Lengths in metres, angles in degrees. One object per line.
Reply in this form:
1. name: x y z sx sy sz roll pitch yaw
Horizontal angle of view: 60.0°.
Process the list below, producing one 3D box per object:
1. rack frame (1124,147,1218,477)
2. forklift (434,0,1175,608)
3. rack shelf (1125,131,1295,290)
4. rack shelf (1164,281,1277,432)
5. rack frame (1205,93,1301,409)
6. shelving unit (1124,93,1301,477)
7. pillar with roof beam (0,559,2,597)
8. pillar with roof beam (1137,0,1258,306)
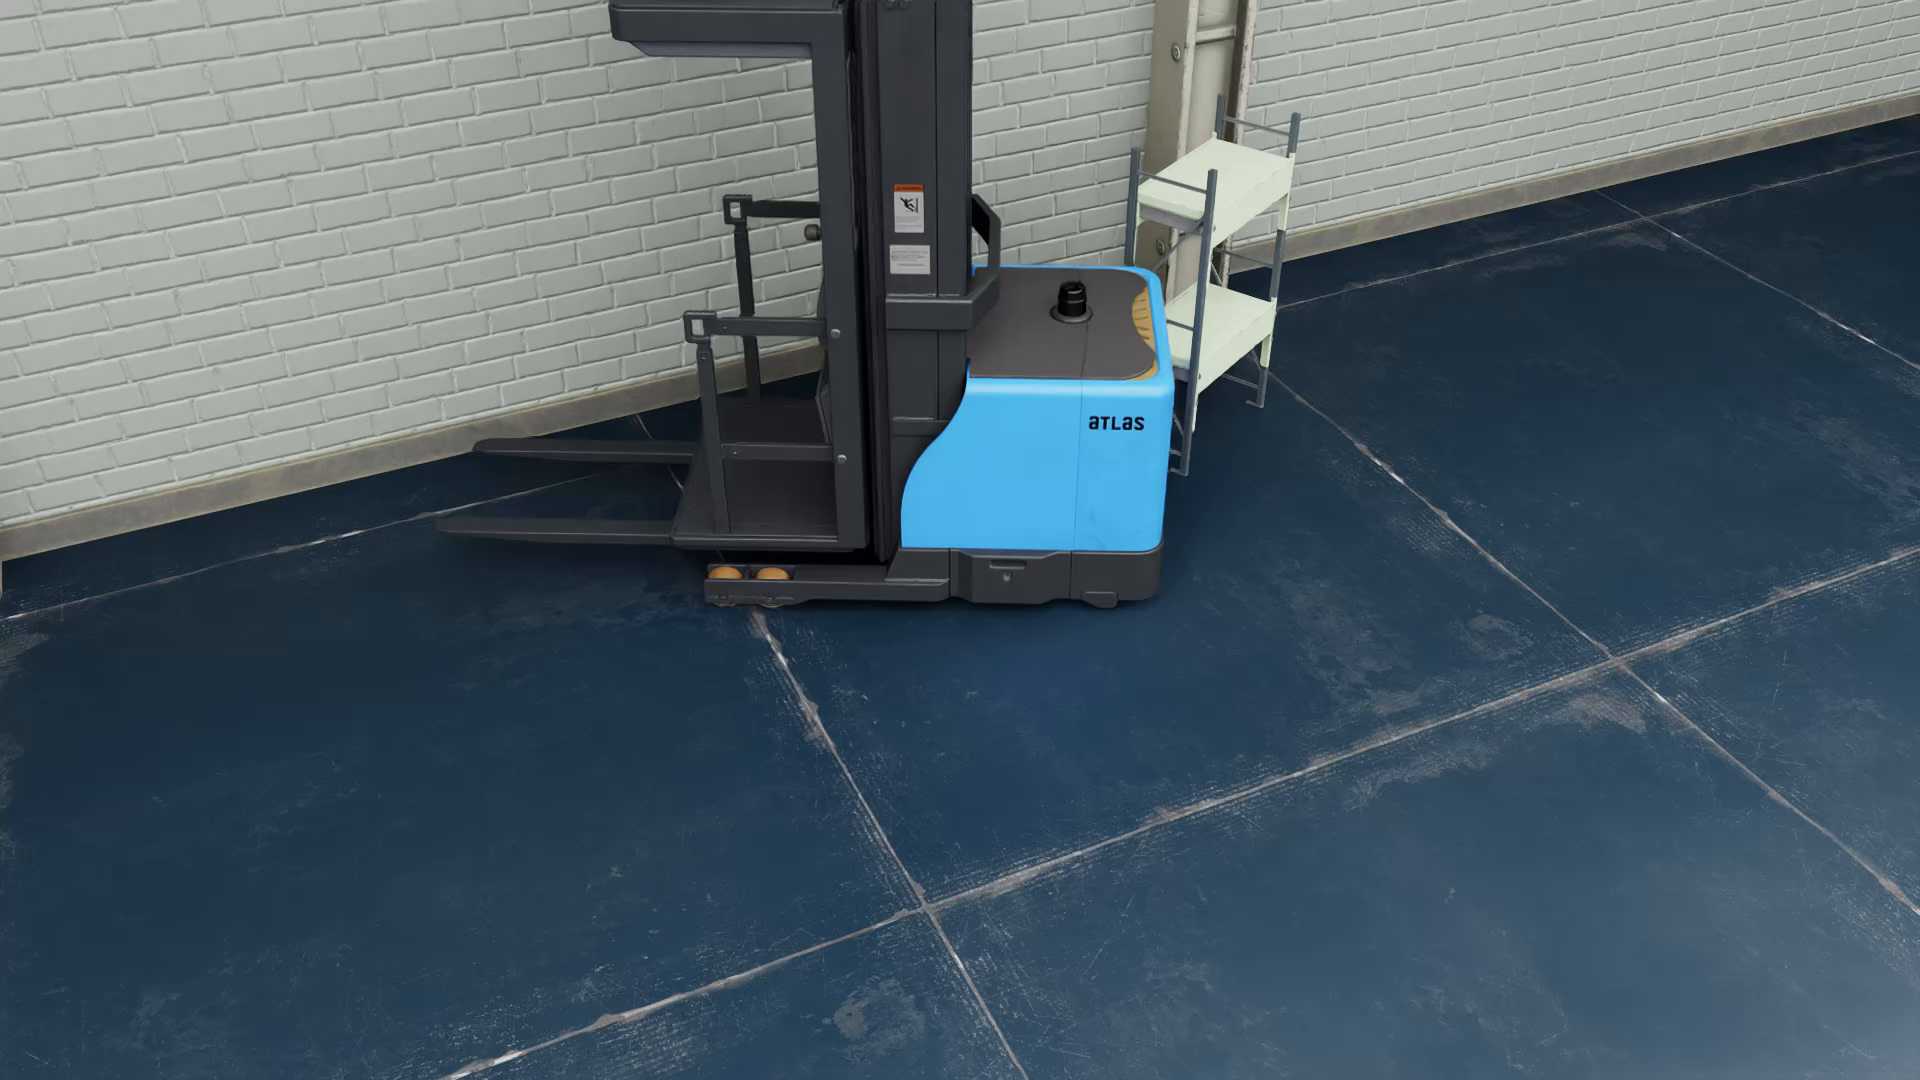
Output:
1. rack frame: 0.882 -0.967 7.295 0.400 1.500 0.023 24 43 28
2. forklift: -0.672 -1.212 6.423 3.031 2.935 1.130 1 37 1
3. rack shelf: 1.099 -1.456 7.299 0.431 0.370 0.720 24 43 28
4. rack shelf: 1.099 -0.881 7.726 0.431 0.370 0.720 24 43 28
5. rack frame: 1.316 -1.318 7.768 0.400 1.500 0.023 24 43 28
6. shelving unit: 1.099 -1.143 7.532 0.431 1.500 0.755 24 43 28
7. pillar with roof beam: -2.408 -1.086 1.161 0.400 9.000 9.100 -16 39 -20
8. pillar with roof beam: 3.024 -2.605 3.208 0.400 9.000 9.100 -16 39 -20
